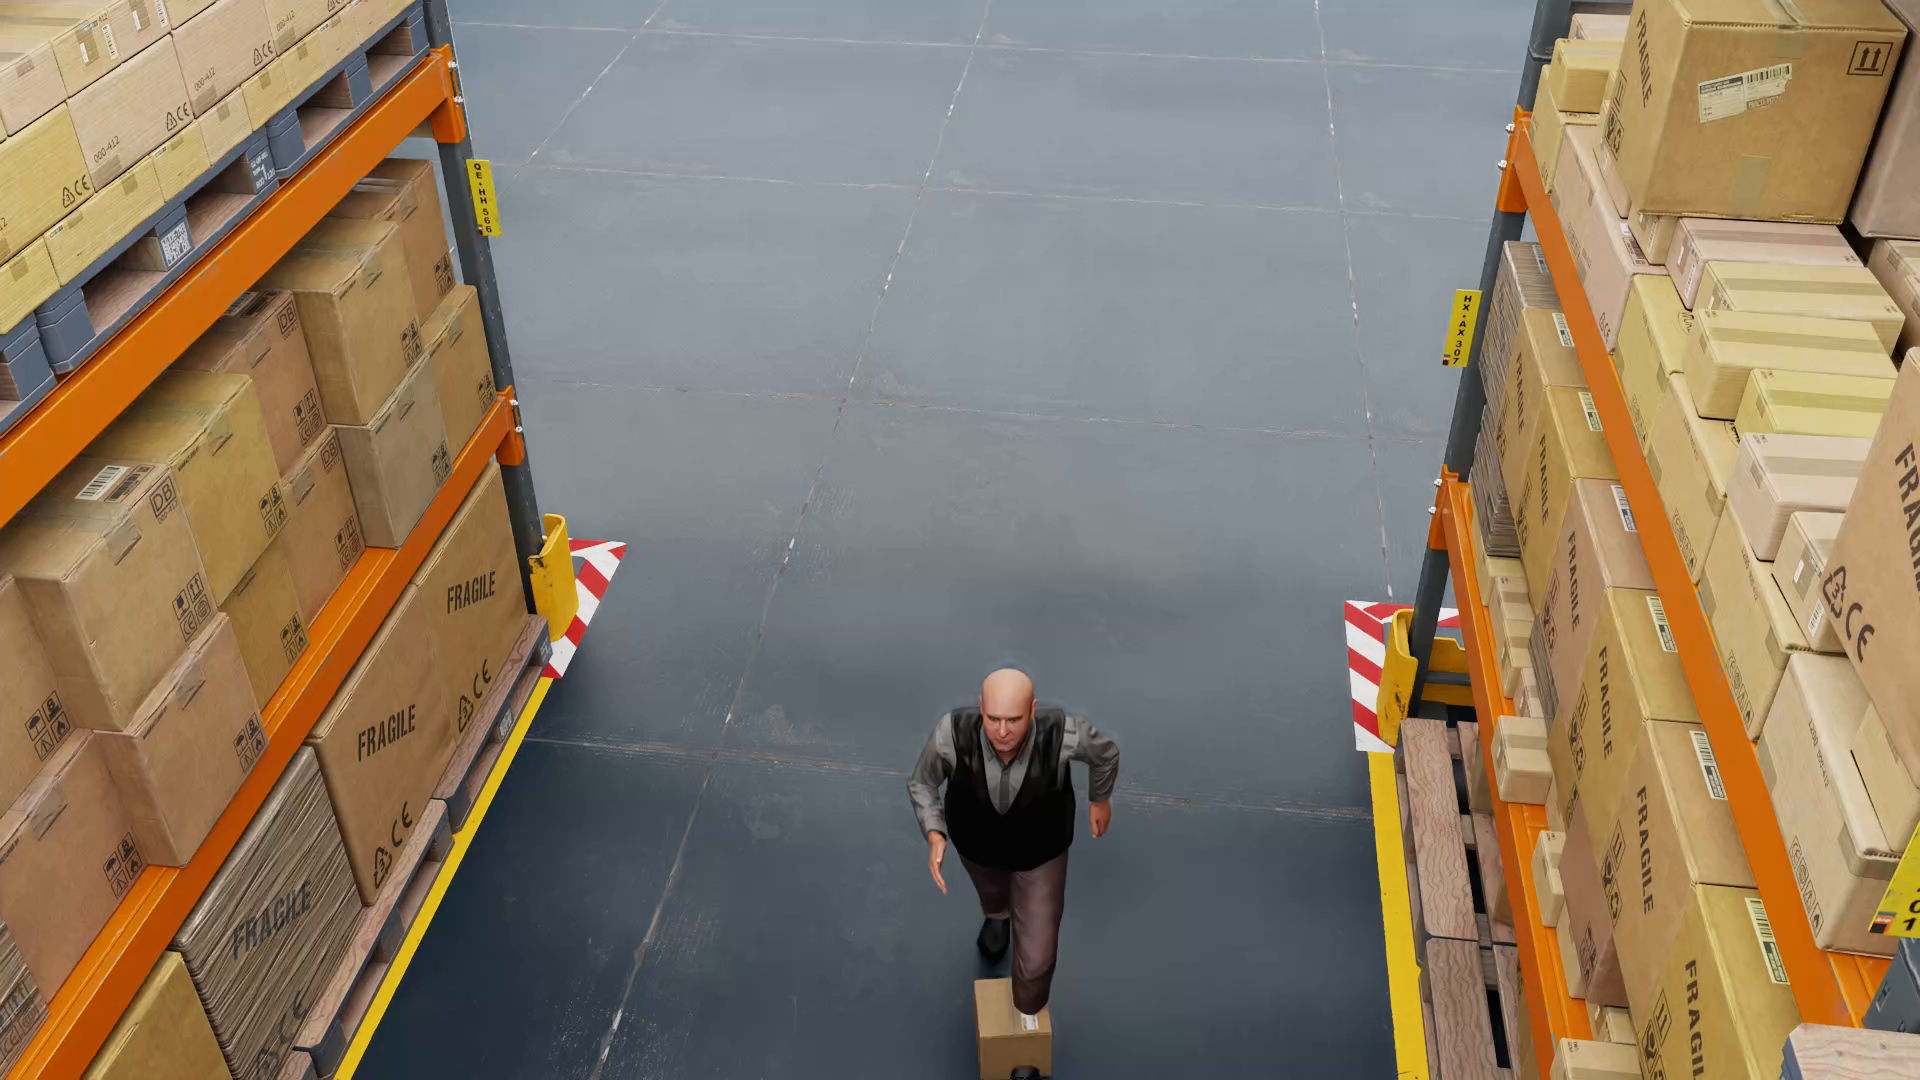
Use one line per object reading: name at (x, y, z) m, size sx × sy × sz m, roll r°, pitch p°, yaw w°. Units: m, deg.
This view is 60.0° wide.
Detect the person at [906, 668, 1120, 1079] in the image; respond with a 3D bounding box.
person at (0.171, 1.021, 5.690) m, size 0.679 × 1.646 × 0.899 m, roll 8°, pitch 37°, yaw 11°
